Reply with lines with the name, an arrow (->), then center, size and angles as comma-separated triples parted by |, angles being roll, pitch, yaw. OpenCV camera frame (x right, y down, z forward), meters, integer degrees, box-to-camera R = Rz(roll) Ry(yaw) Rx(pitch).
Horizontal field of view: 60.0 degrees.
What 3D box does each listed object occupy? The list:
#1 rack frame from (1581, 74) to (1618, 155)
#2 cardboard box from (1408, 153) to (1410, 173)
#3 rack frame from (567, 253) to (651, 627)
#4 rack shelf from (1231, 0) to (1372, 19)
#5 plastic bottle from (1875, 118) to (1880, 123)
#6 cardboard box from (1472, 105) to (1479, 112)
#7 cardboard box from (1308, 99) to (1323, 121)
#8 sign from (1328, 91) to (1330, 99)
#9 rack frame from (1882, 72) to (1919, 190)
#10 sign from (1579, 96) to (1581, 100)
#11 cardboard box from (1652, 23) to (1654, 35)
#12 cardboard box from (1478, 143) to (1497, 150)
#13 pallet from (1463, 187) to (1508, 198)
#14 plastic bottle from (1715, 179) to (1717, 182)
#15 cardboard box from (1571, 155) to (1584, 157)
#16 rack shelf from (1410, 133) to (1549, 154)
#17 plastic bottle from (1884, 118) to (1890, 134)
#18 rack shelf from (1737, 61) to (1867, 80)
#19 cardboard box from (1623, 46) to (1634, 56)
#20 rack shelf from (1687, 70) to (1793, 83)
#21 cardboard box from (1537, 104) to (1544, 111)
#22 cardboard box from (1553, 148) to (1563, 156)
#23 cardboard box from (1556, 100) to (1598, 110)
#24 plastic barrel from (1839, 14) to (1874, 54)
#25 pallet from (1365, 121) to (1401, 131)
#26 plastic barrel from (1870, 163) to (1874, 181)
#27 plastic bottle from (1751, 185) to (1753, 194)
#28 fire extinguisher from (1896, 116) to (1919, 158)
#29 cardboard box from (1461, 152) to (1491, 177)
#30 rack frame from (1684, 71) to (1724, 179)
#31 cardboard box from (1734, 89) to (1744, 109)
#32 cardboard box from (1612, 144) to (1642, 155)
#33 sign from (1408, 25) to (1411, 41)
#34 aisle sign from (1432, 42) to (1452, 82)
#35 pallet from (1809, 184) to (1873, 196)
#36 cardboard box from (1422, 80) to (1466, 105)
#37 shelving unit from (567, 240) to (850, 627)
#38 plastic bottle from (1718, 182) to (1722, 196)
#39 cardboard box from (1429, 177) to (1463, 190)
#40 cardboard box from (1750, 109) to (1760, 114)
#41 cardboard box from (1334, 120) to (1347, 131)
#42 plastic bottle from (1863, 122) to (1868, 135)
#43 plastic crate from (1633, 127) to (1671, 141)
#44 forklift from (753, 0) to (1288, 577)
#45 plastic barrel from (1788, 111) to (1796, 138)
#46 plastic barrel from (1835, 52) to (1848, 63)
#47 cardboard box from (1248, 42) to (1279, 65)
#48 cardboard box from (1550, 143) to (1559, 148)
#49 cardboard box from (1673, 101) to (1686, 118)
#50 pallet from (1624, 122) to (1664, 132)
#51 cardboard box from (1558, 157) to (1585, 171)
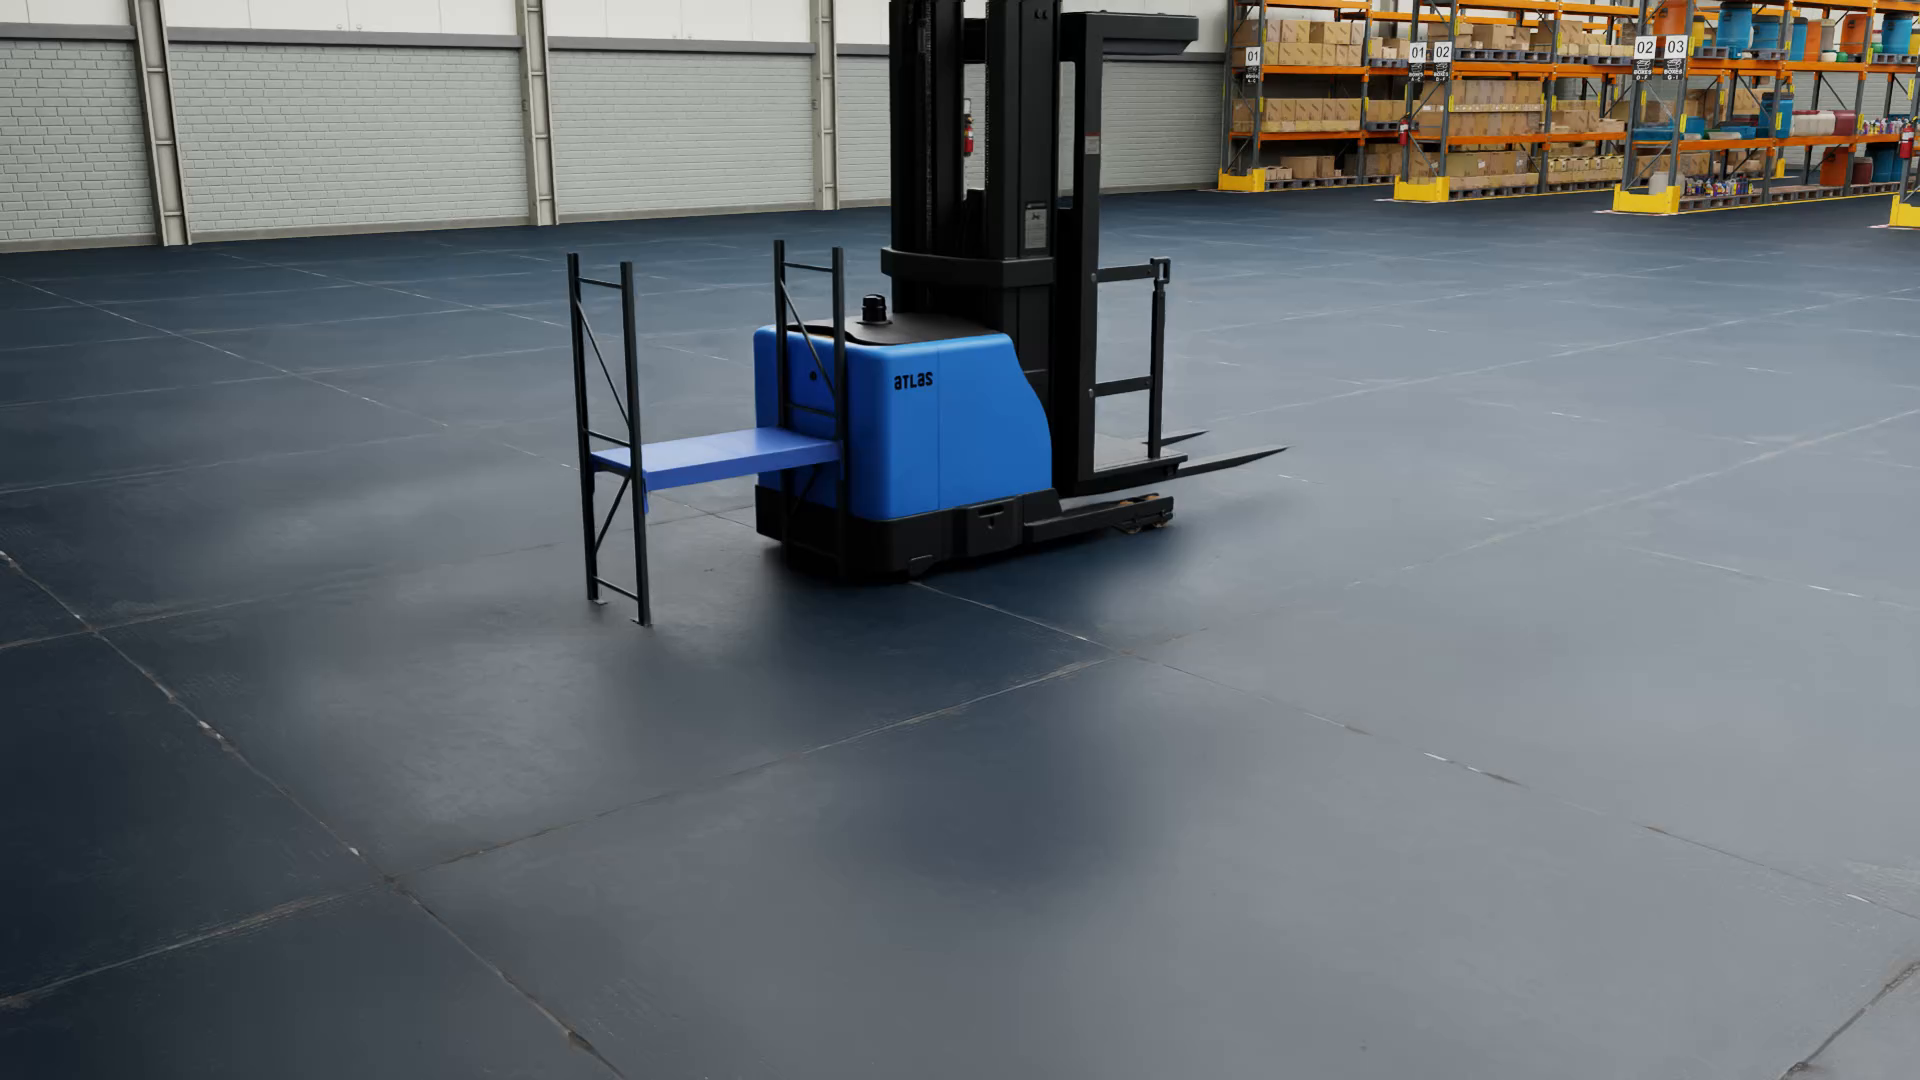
rack frame -> 18.577, -12.318, 48.551 | 0.127, 3.000, 1.000 | -13, 19, -39
cardboard box -> 11.212, -9.681, 42.671 | 0.500, 0.500, 0.700 | -13, 20, -40
rack frame -> -1.457, -0.416, 6.900 | 0.032, 1.500, 0.500 | -12, 19, -38
rack shelf -> 8.016, -12.495, 38.992 | 4.000, 0.370, 1.077 | -13, 19, -39
plastic bottle -> 20.552, -9.288, 37.306 | 0.185, 0.351, 0.144 | -13, 19, -39
cardboard box -> 10.777, -9.159, 35.276 | 0.250, 0.149, 0.380 | -13, 20, -40
cardboard box -> 8.219, -10.187, 39.373 | 0.500, 0.500, 0.500 | -12, 19, -38
sign -> 9.157, -10.952, 41.194 | 0.005, 0.325, 0.100 | -13, 19, -39
rack frame -> 22.063, -9.711, 38.794 | 0.127, 3.000, 1.000 | -13, 19, -39
sign -> 18.217, -12.883, 48.838 | 0.005, 0.325, 0.100 | -13, 19, -39
cardboard box -> 16.515, -12.138, 39.936 | 0.500, 0.500, 0.500 | -13, 19, -39
cardboard box -> 13.848, -10.373, 44.623 | 0.750, 0.750, 0.750 | -13, 20, -40
pallet -> 11.231, -7.640, 36.441 | 1.213, 0.211, 1.003 | -13, 19, -39
plastic bottle -> 15.344, -7.207, 33.829 | 0.133, 0.283, 0.061 | -13, 19, -39
cardboard box -> 14.818, -9.022, 39.641 | 0.500, 0.311, 0.500 | -13, 20, -41
rack shelf -> 11.270, -8.635, 36.157 | 4.000, 0.370, 1.077 | -13, 19, -39
plastic bottle -> 20.753, -9.281, 37.280 | 0.185, 0.351, 0.144 | -13, 19, -39
rack shelf -> 17.537, -9.796, 34.695 | 4.000, 0.370, 1.077 | -13, 19, -39
cardboard box -> 15.491, -11.490, 39.119 | 0.500, 0.250, 0.500 | 14, 21, 43
rack shelf -> 20.323, -12.117, 43.381 | 4.000, 0.370, 1.077 | -13, 19, -39
cardboard box -> 12.714, -9.595, 36.908 | 0.250, 0.149, 0.380 | -13, 20, -39
cardboard box -> 16.572, -10.826, 46.999 | 0.500, 0.500, 0.700 | -13, 20, -40
cardboard box -> 17.657, -12.249, 47.712 | 0.700, 0.700, 0.980 | -13, 20, -40
plastic barrel -> 19.475, -10.989, 36.118 | 0.708, 0.830, 0.600 | -13, 19, -39
pallet -> 10.196, -10.293, 41.344 | 1.213, 0.211, 1.003 | -13, 19, -39
plastic barrel -> 20.622, -8.425, 37.986 | 0.421, 0.512, 0.421 | 0, 15, 0
plastic bottle -> 15.959, -7.095, 33.568 | 0.097, 0.201, 0.097 | 0, 15, 0
fire extinguisher -> 15.873, -6.747, 27.847 | 0.183, 0.674, 0.296 | -13, 19, -39
cardboard box -> 11.057, -8.100, 35.823 | 0.500, 0.500, 0.500 | -13, 19, -39
rack frame -> 18.814, -10.676, 42.407 | 0.127, 3.000, 1.000 | -13, 19, -39
cardboard box -> 19.743, -11.320, 42.686 | 0.500, 0.500, 0.500 | -13, 20, -41
cardboard box -> 16.388, -9.580, 40.842 | 0.500, 0.250, 0.500 | -12, 19, -37
sign -> 9.416, -10.590, 34.709 | 0.005, 0.325, 0.100 | -13, 19, -39
aisle sign -> 9.913, -9.829, 34.196 | 0.004, 0.787, 0.394 | -13, 19, -39
pallet -> 19.613, -7.828, 37.147 | 1.213, 0.211, 1.003 | -13, 19, -39
cardboard box -> 10.162, -9.404, 34.936 | 0.500, 0.500, 0.700 | -13, 19, -39
shelving unit -> -1.064, -0.499, 7.212 | 1.048, 1.500, 0.538 | -12, 19, -38
plastic bottle -> 14.917, -6.894, 32.682 | 0.097, 0.271, 0.097 | 0, 15, 0
cardboard box -> 10.312, -7.565, 35.275 | 0.500, 0.250, 0.500 | -13, 19, -39
cardboard box -> 20.523, -11.016, 43.485 | 0.500, 0.500, 0.500 | -13, 20, -40
cardboard box -> 8.985, -10.000, 40.126 | 0.500, 0.250, 0.500 | -13, 19, -39
plastic bottle -> 19.862, -9.034, 36.486 | 0.133, 0.283, 0.061 | -13, 19, -39
plastic crate -> 13.191, -7.750, 31.738 | 0.616, 0.251, 0.499 | -13, 19, -39
forklift -> 0.464, -1.540, 8.335 | 3.031, 2.935, 1.130 | -12, 19, -38
plastic barrel -> 16.893, -8.541, 34.150 | 0.433, 0.535, 0.433 | 0, 15, 0
plastic barrel -> 18.893, -10.356, 35.696 | 0.294, 0.245, 0.294 | 0, 15, 0
cardboard box -> 6.923, -11.122, 38.031 | 0.500, 0.500, 0.500 | -12, 19, -38
cardboard box -> 16.569, -11.078, 46.683 | 0.250, 0.149, 0.380 | -12, 19, -38
cardboard box -> 17.522, -10.616, 41.174 | 0.700, 0.500, 0.500 | 10, 18, 33
pallet -> 16.262, -10.034, 40.375 | 1.003, 0.211, 1.213 | -13, 19, -39
cardboard box -> 14.025, -8.660, 38.284 | 0.500, 0.311, 0.500 | -14, 20, -41
